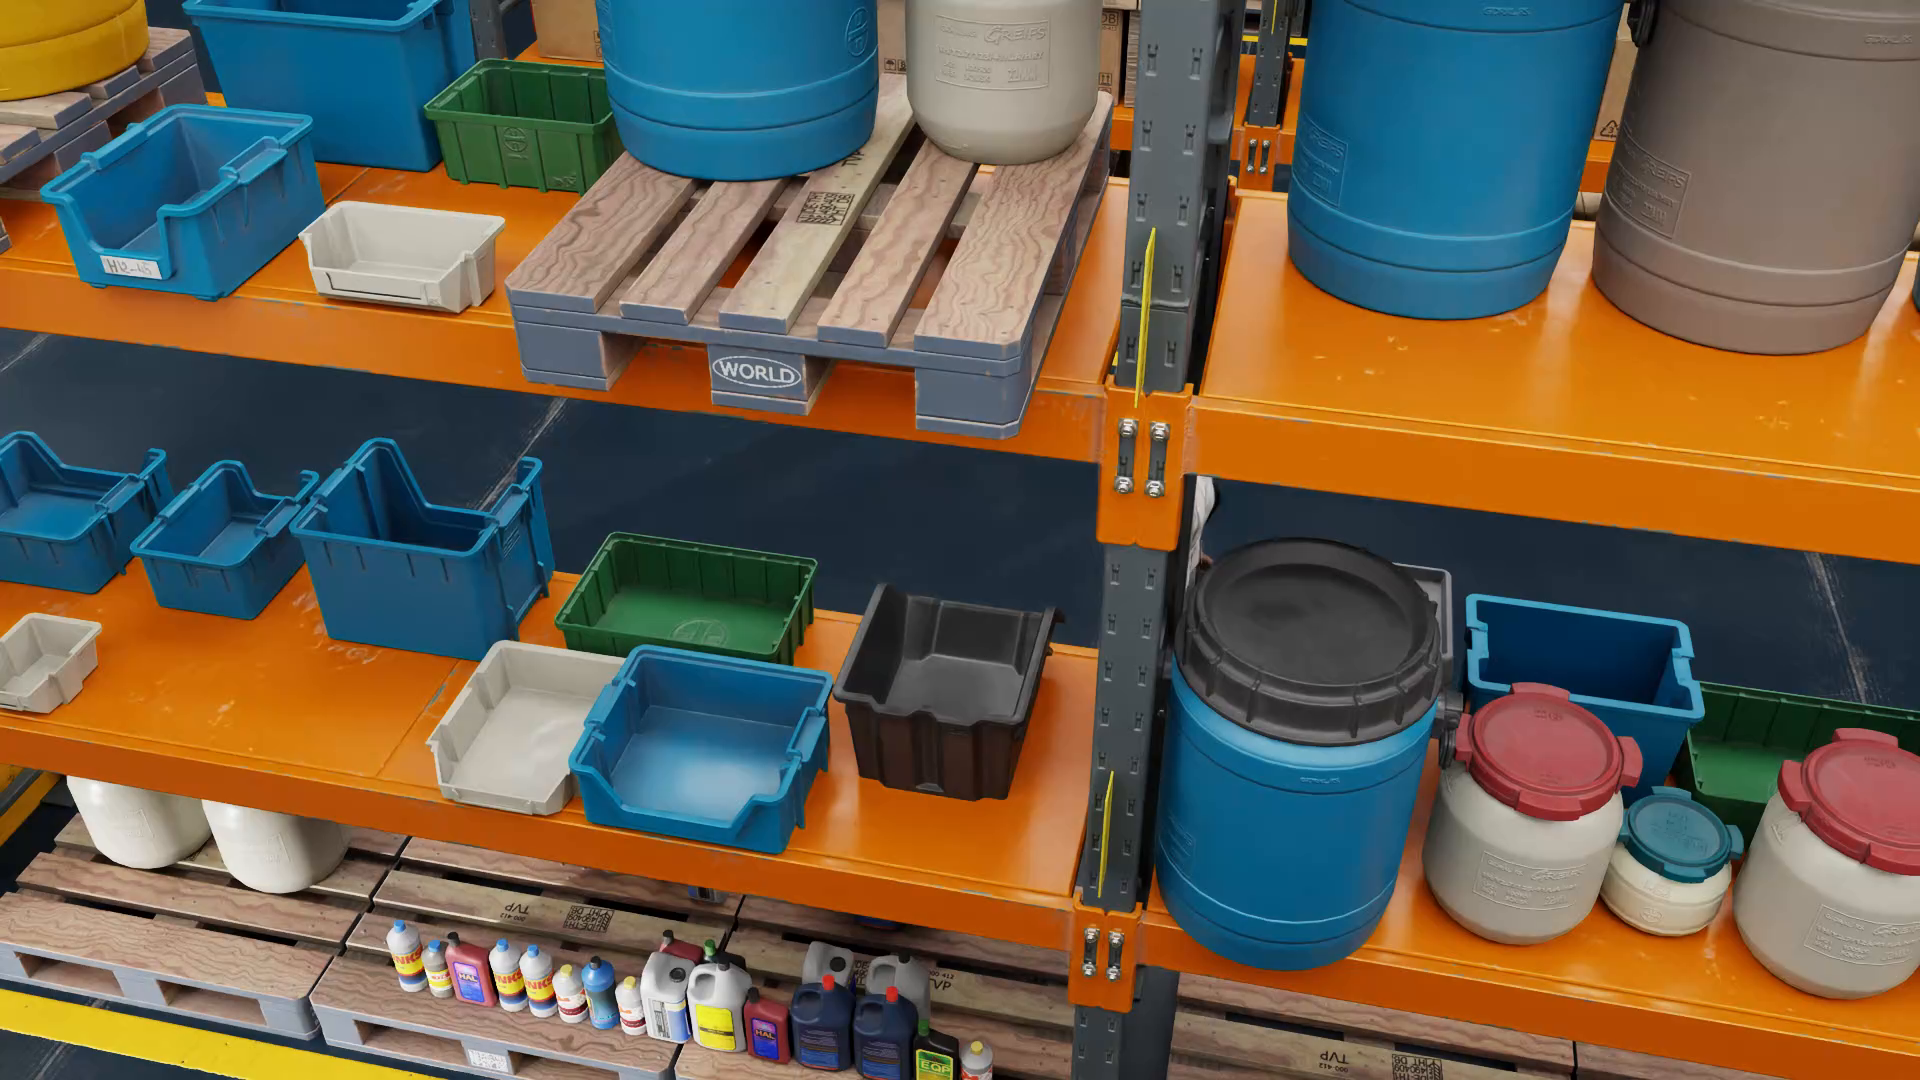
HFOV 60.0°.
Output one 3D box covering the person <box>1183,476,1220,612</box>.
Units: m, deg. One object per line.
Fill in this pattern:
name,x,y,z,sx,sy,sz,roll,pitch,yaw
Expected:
person,0.750,0.138,5.997,0.409,1.636,0.450,14,39,18
